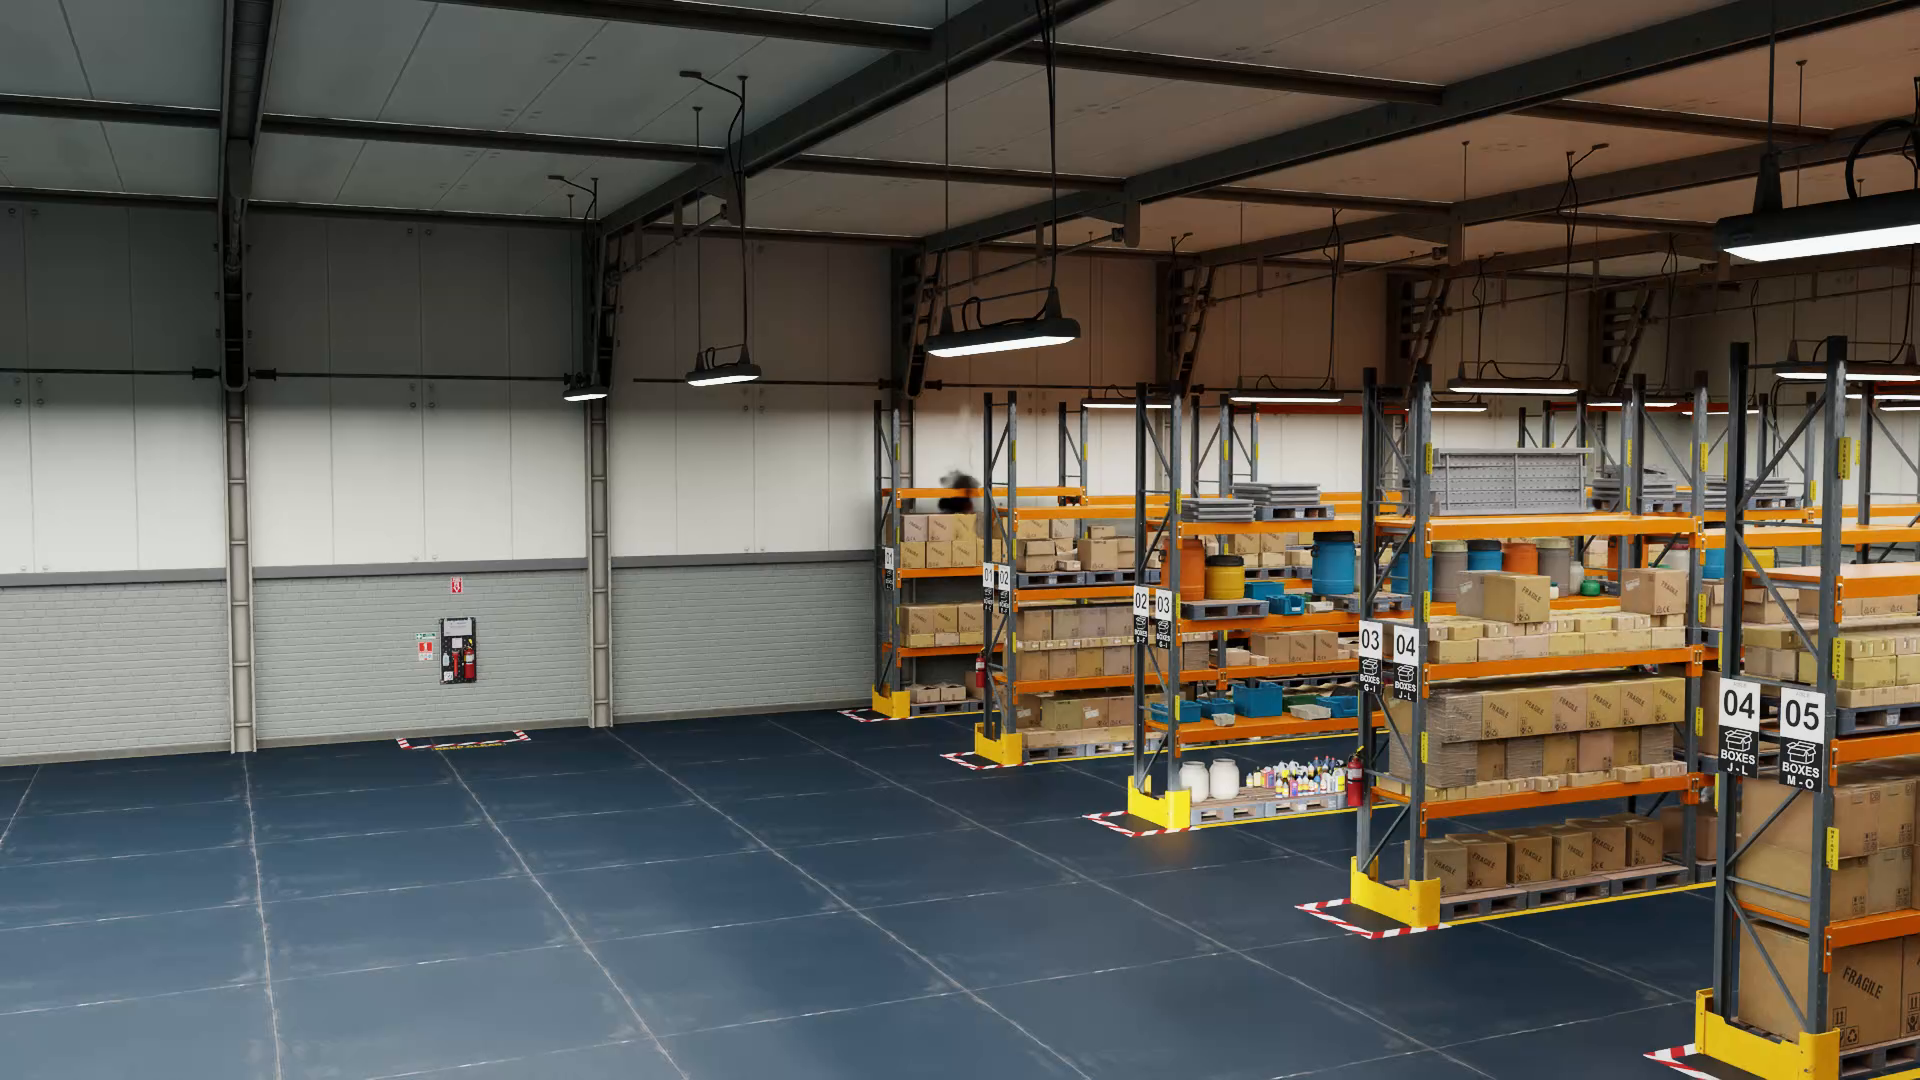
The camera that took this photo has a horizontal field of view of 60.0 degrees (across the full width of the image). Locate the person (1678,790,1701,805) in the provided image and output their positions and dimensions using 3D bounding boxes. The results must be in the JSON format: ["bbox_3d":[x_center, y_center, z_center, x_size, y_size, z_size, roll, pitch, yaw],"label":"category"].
[{"bbox_3d":[9.741,3.026,22.204,0.728,1.713,0.562,-2,4,-26],"label":"person"}]

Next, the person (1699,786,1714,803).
[{"bbox_3d":[10.942,2.951,24.020,0.894,1.635,0.583,-2,4,-35],"label":"person"}]
